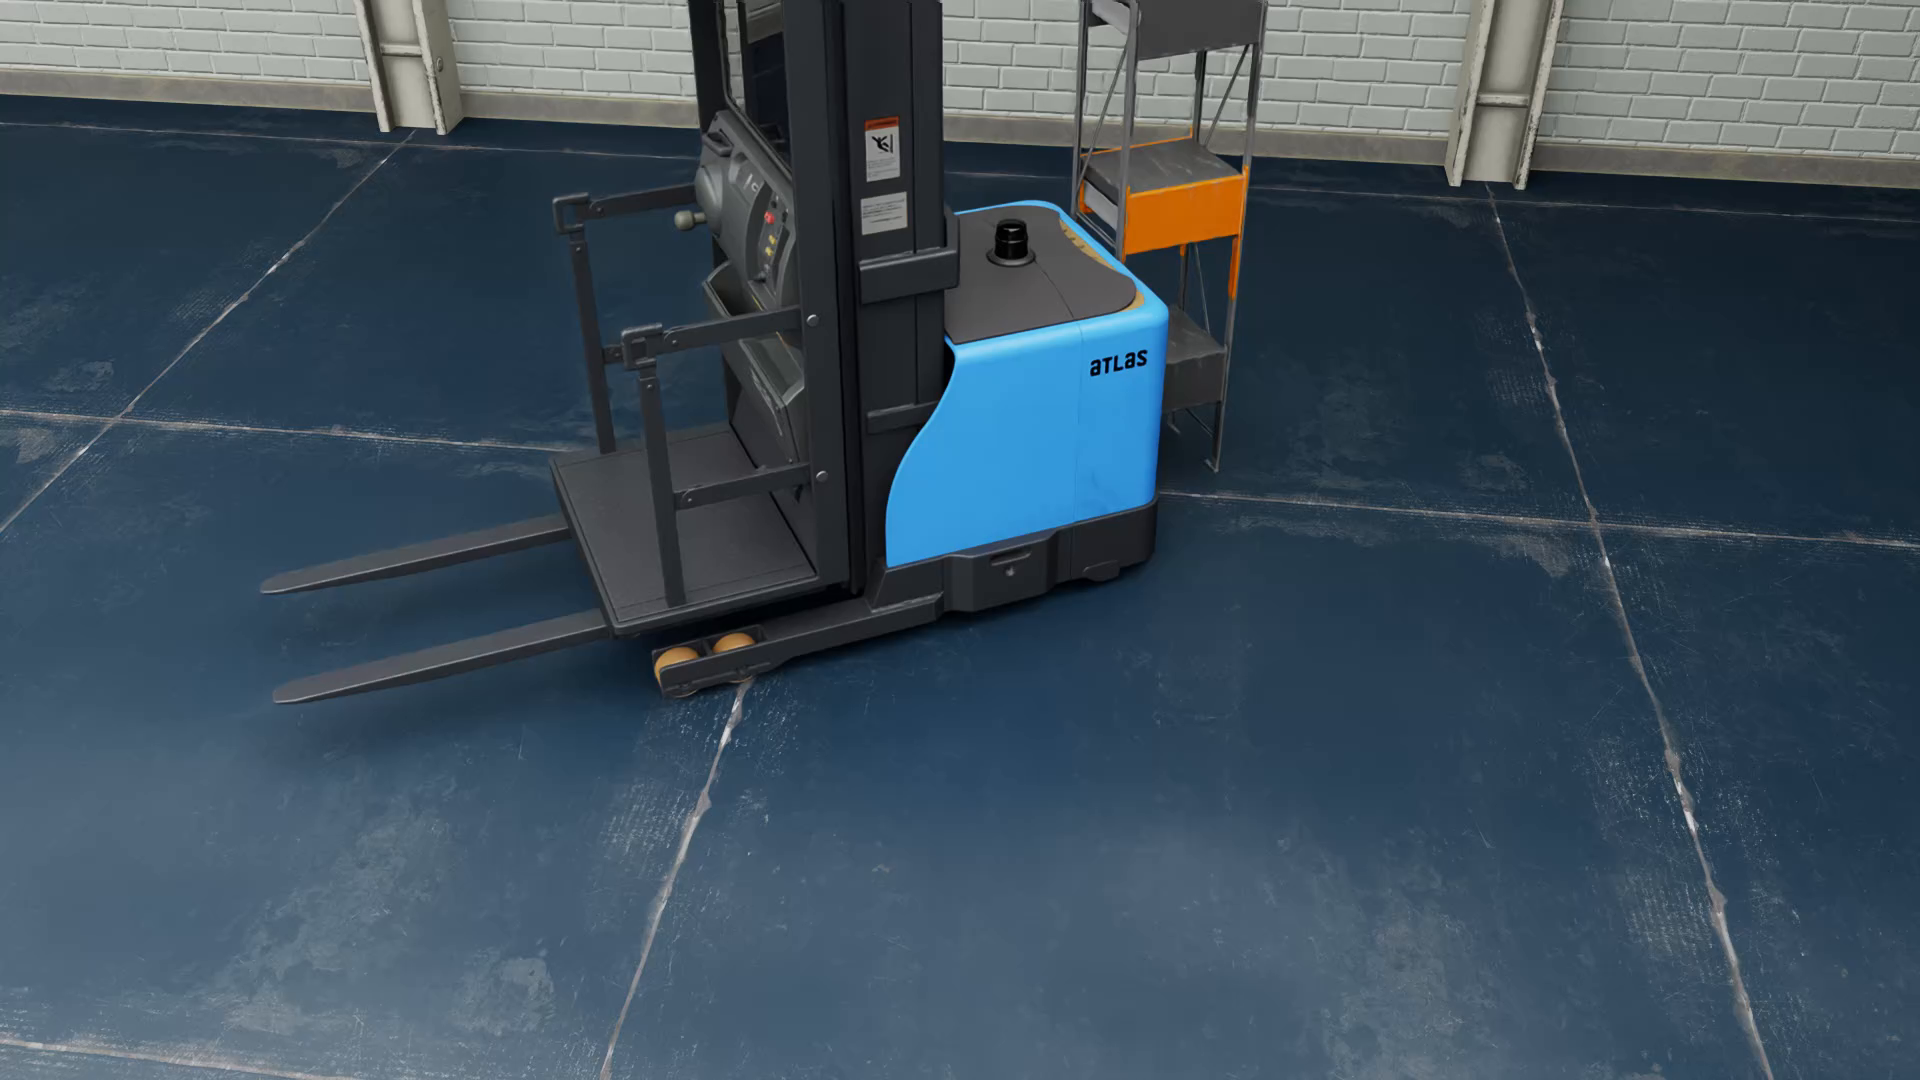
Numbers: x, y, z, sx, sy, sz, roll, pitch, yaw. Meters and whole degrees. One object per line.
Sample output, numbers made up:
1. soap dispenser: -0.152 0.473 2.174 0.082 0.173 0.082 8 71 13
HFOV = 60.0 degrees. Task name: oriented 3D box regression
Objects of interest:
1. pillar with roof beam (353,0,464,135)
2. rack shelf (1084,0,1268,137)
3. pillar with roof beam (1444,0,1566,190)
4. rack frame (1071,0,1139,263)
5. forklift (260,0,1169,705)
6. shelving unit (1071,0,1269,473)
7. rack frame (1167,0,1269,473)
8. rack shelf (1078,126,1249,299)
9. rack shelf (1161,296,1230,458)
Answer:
1. pillar with roof beam: -3.658 -3.599 3.546 0.400 9.000 9.100 4 36 6
2. rack shelf: 0.719 -1.733 5.689 0.480 0.518 0.431 -13 38 -18
3. pillar with roof beam: 2.293 -3.155 2.924 0.400 9.000 9.100 4 36 6
4. rack frame: 0.494 -1.120 6.012 0.015 2.100 0.400 -13 38 -18
5. forklift: -0.856 -1.020 5.156 3.031 2.935 1.130 -13 38 -18
6. shelving unit: 0.719 -1.174 6.087 0.503 2.100 0.431 -13 38 -18
7. rack frame: 0.945 -1.228 6.163 0.015 2.100 0.400 -13 38 -18
8. rack shelf: 0.719 -1.163 6.095 0.480 0.518 0.431 -13 38 -18
9. rack shelf: 0.719 -0.593 6.502 0.480 0.518 0.431 -13 38 -18
